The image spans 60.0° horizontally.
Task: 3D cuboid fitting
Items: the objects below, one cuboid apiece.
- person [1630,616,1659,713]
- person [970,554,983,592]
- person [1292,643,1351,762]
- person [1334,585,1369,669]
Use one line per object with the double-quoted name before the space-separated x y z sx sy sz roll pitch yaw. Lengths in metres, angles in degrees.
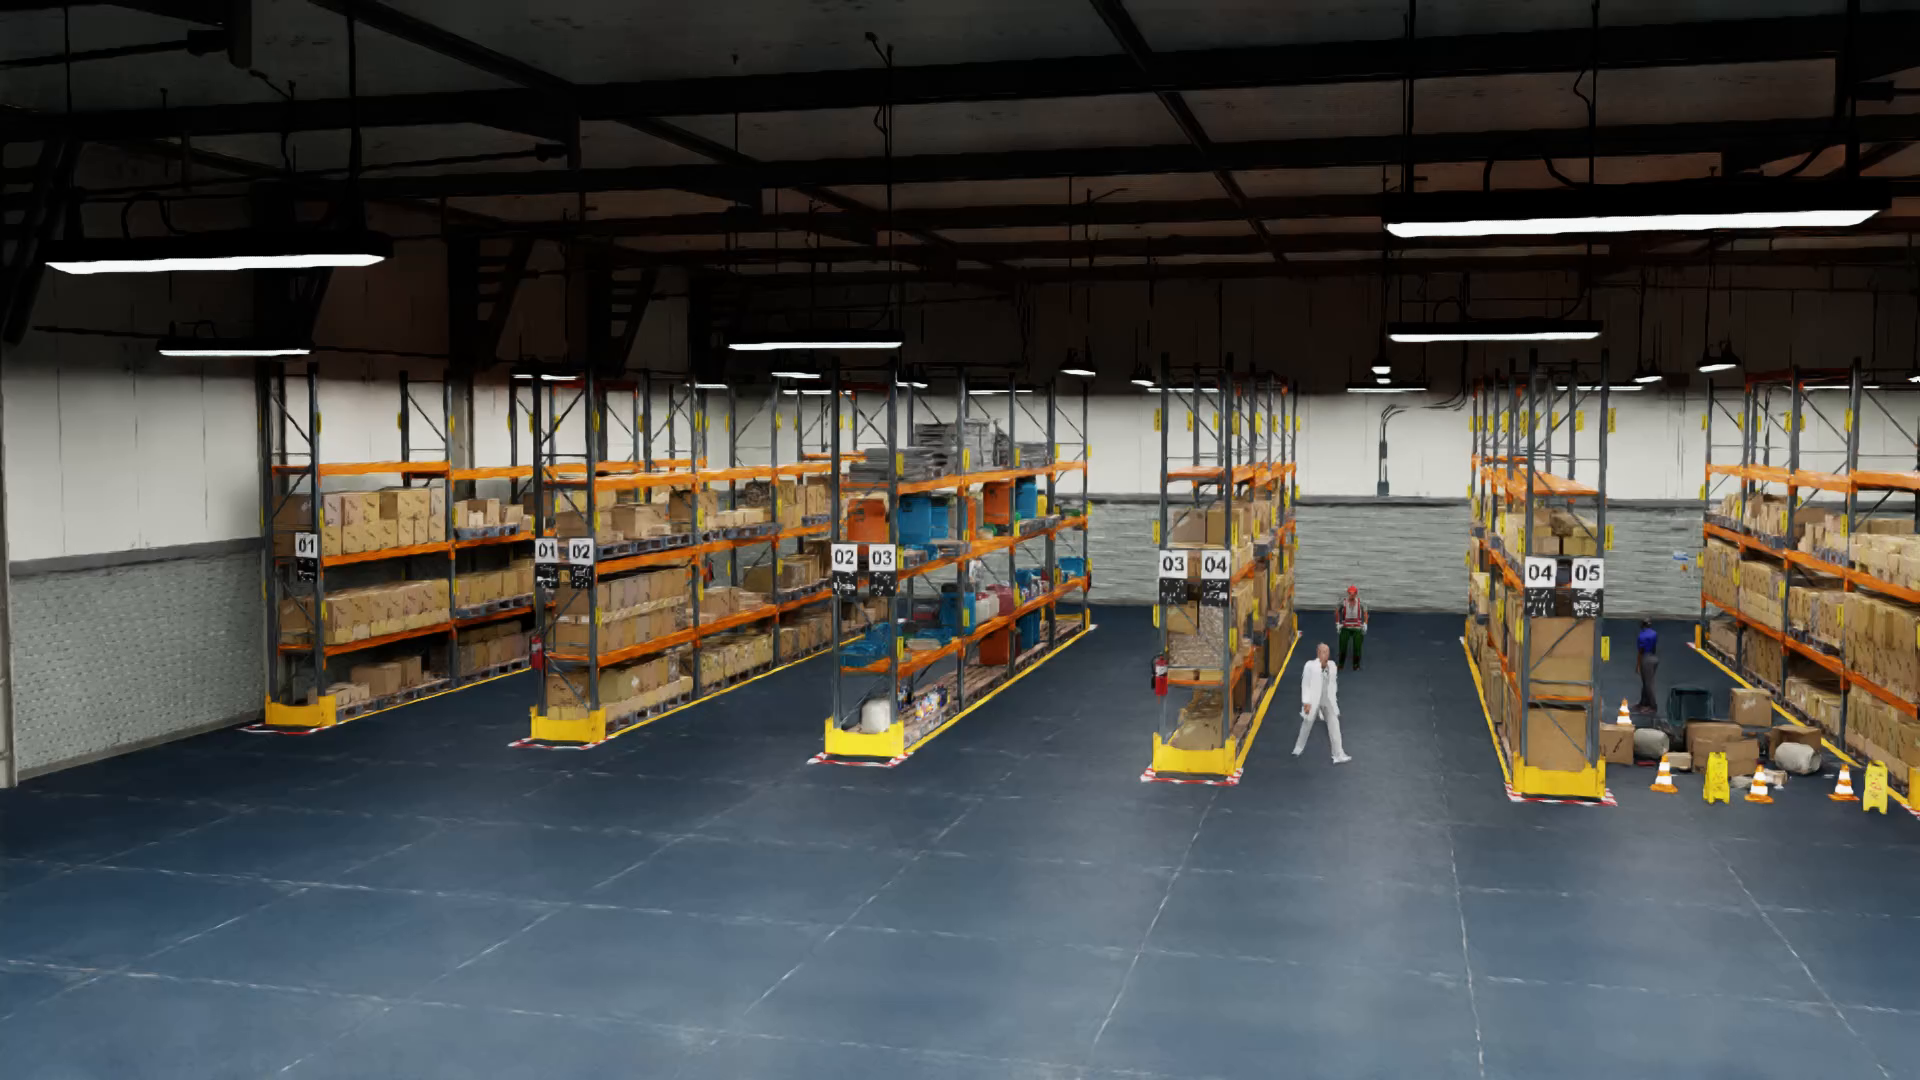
"person" 11.881 2.144 28.844 0.574 1.634 0.551 -4 6 -44
"person" 0.326 1.083 44.500 0.584 1.592 0.430 -3 5 -37
"person" 5.326 2.395 24.640 0.621 1.749 1.011 -1 4 -11
"person" 7.928 1.771 33.691 0.677 1.742 0.551 1 4 14
